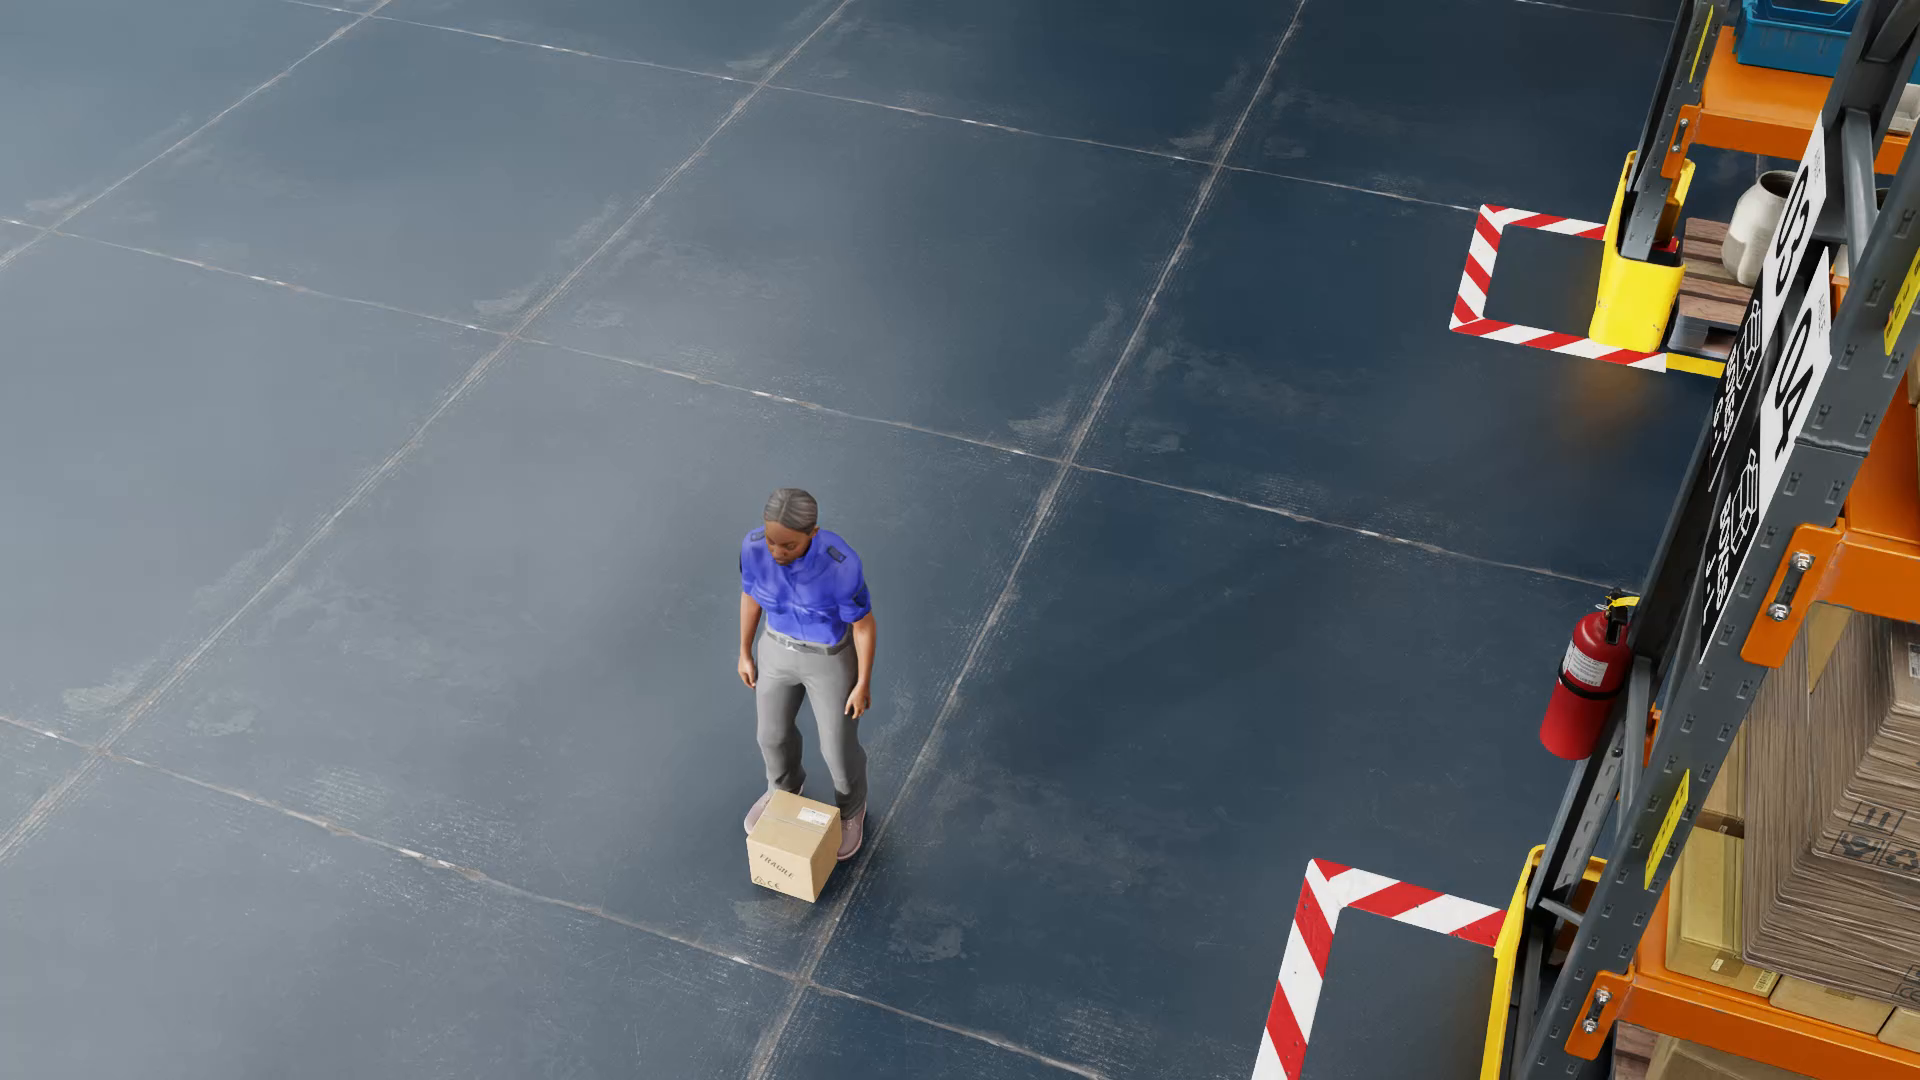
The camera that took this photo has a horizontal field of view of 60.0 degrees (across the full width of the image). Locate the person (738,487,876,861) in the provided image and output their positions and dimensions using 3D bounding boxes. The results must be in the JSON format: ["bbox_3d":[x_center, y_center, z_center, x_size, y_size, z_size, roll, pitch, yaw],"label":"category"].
[{"bbox_3d":[-0.526,0.427,5.684,0.506,1.655,0.346,14,44,15],"label":"person"}]
